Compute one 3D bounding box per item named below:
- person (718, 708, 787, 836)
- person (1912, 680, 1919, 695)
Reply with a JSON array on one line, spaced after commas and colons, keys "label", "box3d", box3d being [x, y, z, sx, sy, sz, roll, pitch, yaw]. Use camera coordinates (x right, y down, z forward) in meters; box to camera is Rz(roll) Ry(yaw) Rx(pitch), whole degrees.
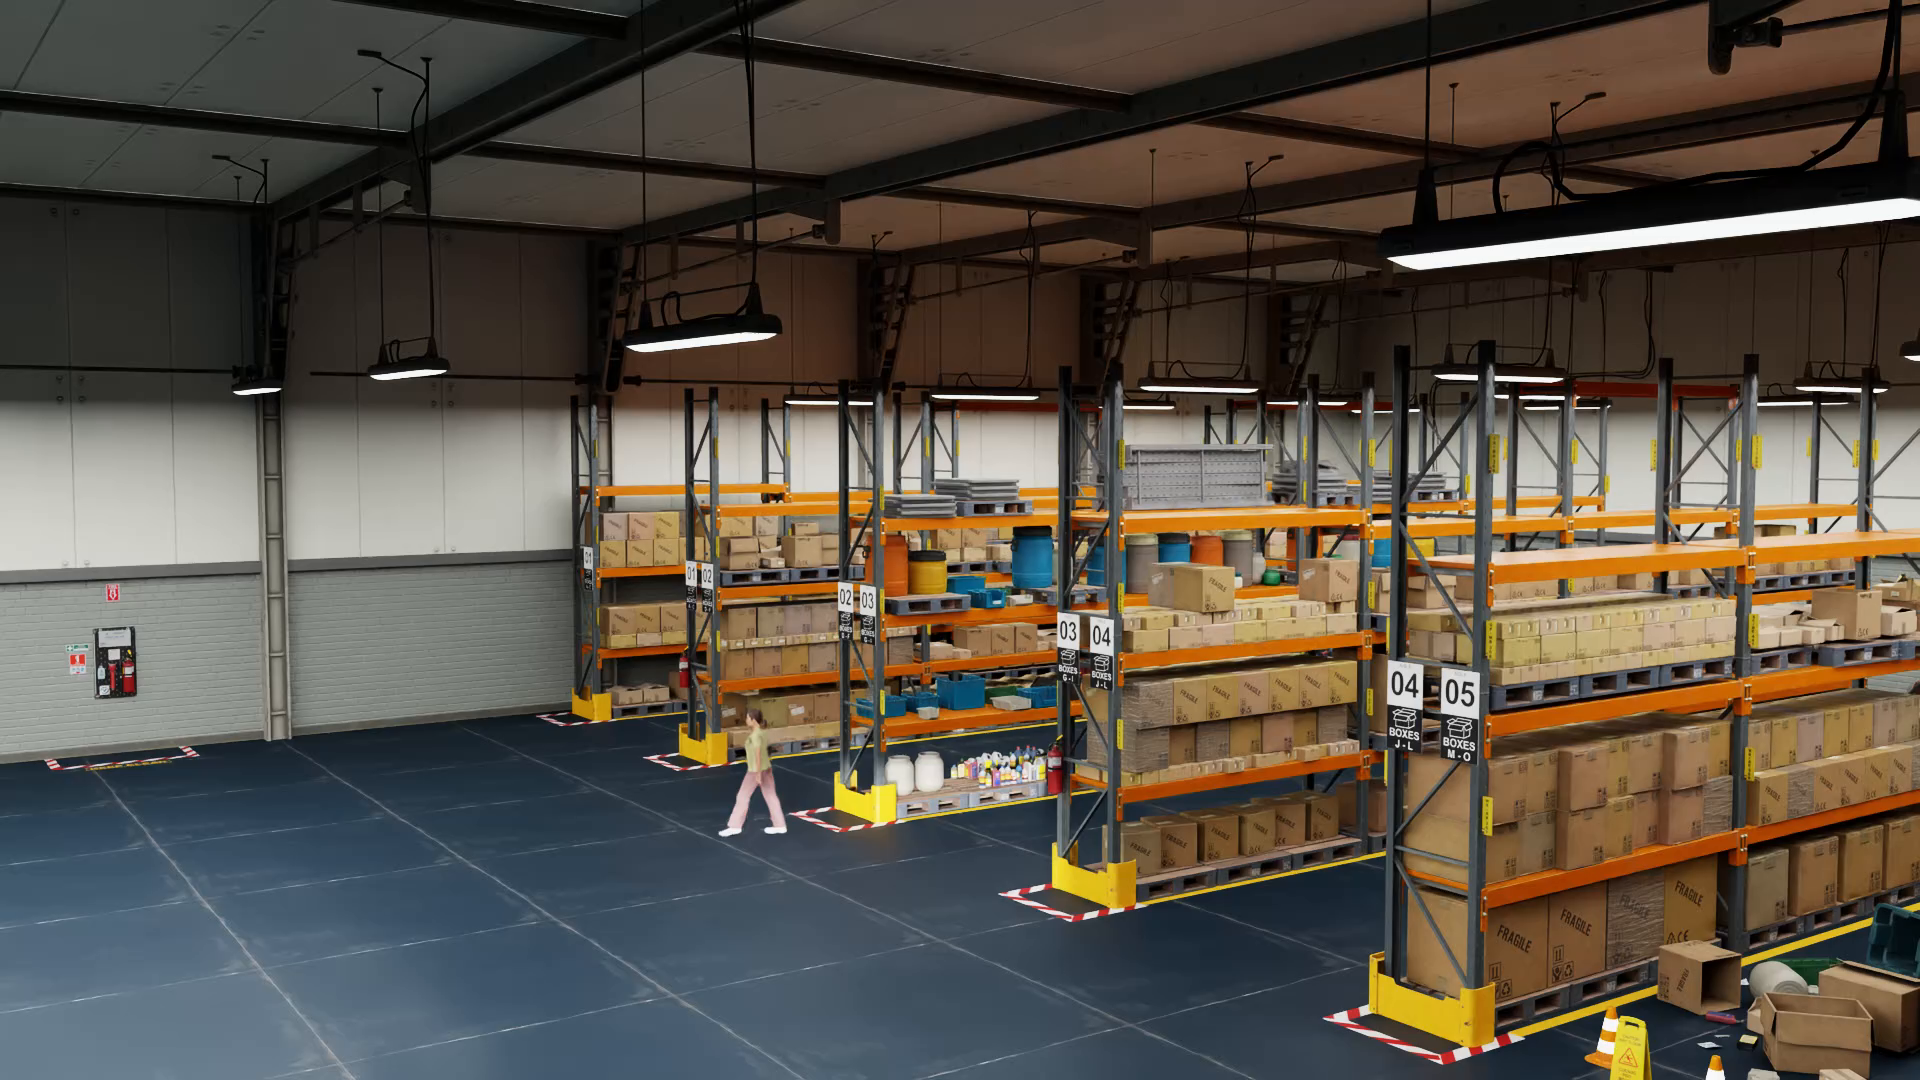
[{"label": "person", "box3d": [-2.679, 3.023, 21.713, 0.855, 1.653, 0.493, 1, 4, 18]}, {"label": "person", "box3d": [14.218, 2.879, 24.666, 0.418, 1.594, 0.499, 2, 4, 25]}]
